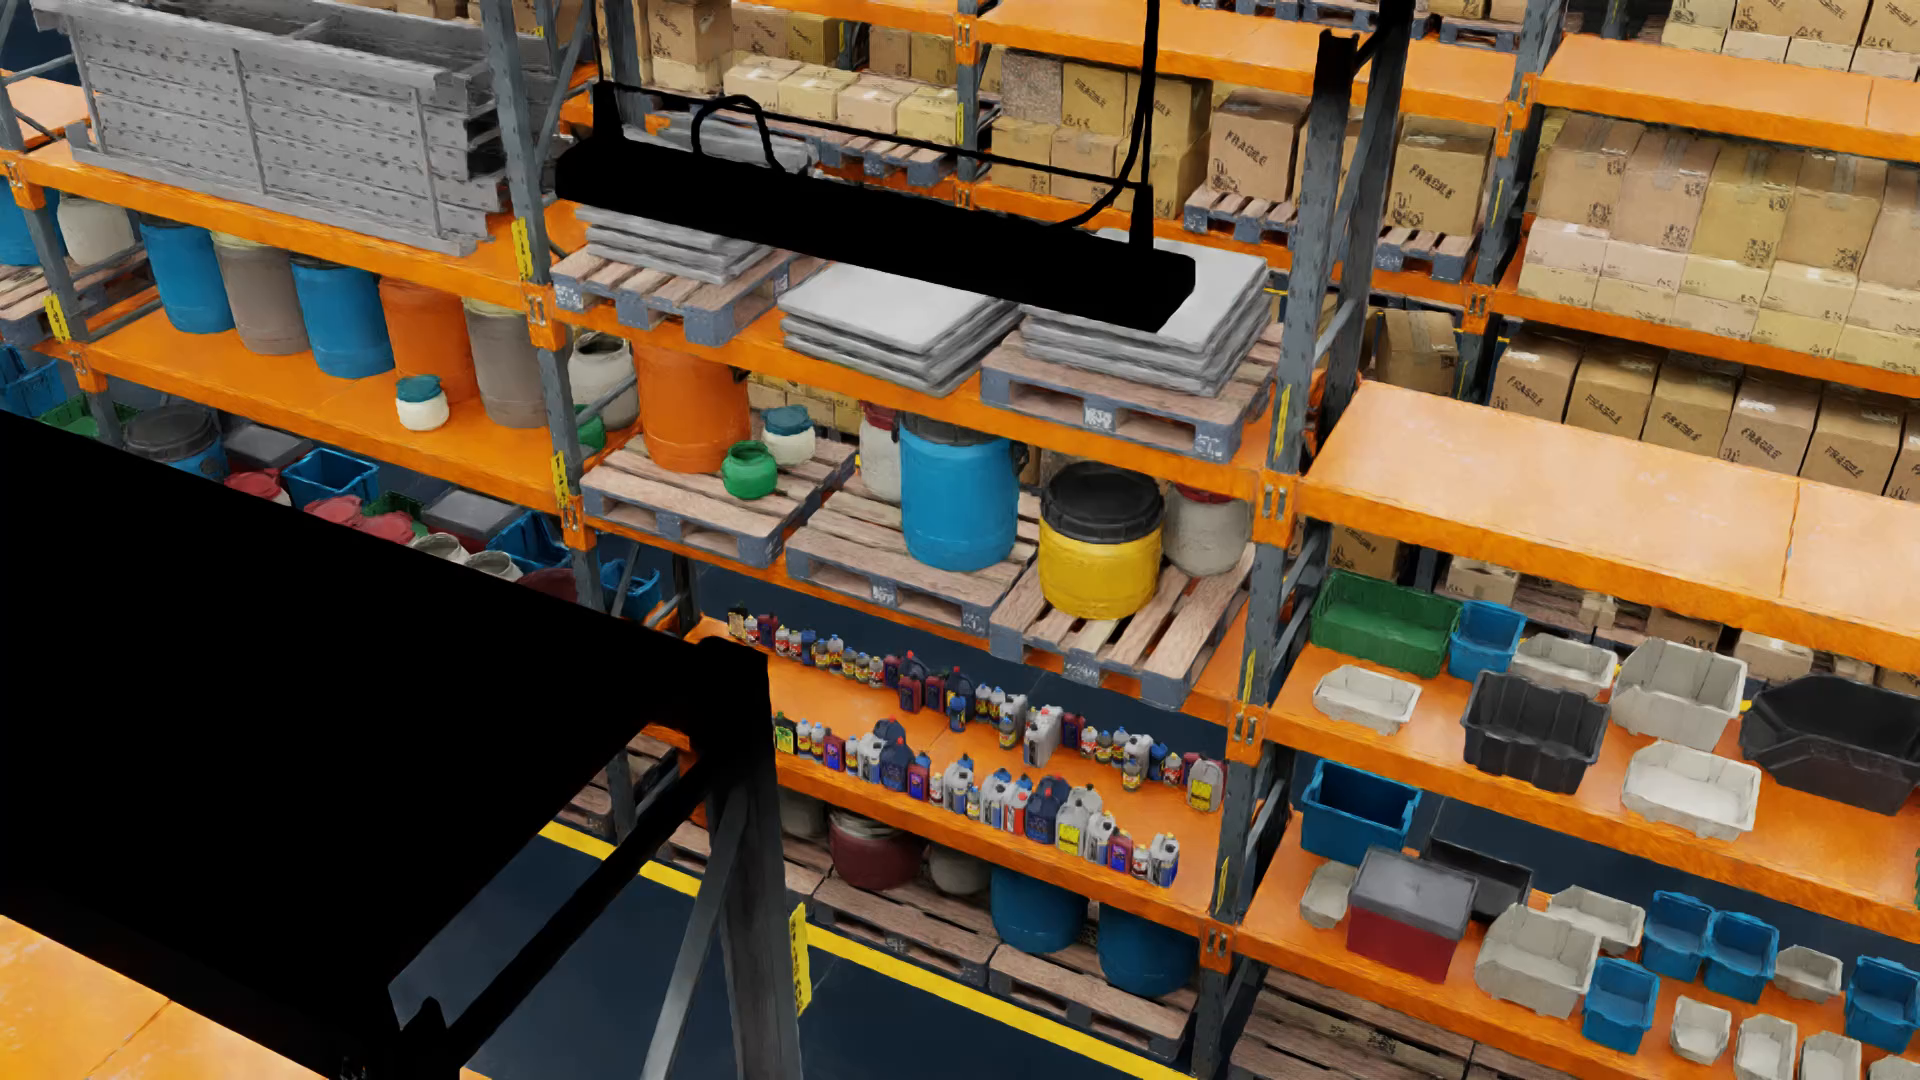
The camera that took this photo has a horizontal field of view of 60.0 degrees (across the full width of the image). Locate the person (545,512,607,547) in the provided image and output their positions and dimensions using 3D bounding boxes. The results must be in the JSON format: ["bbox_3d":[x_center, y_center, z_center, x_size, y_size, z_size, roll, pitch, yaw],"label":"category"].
[{"bbox_3d":[-3.252,-0.705,13.379,0.546,1.733,0.729,15,38,20],"label":"person"}]
